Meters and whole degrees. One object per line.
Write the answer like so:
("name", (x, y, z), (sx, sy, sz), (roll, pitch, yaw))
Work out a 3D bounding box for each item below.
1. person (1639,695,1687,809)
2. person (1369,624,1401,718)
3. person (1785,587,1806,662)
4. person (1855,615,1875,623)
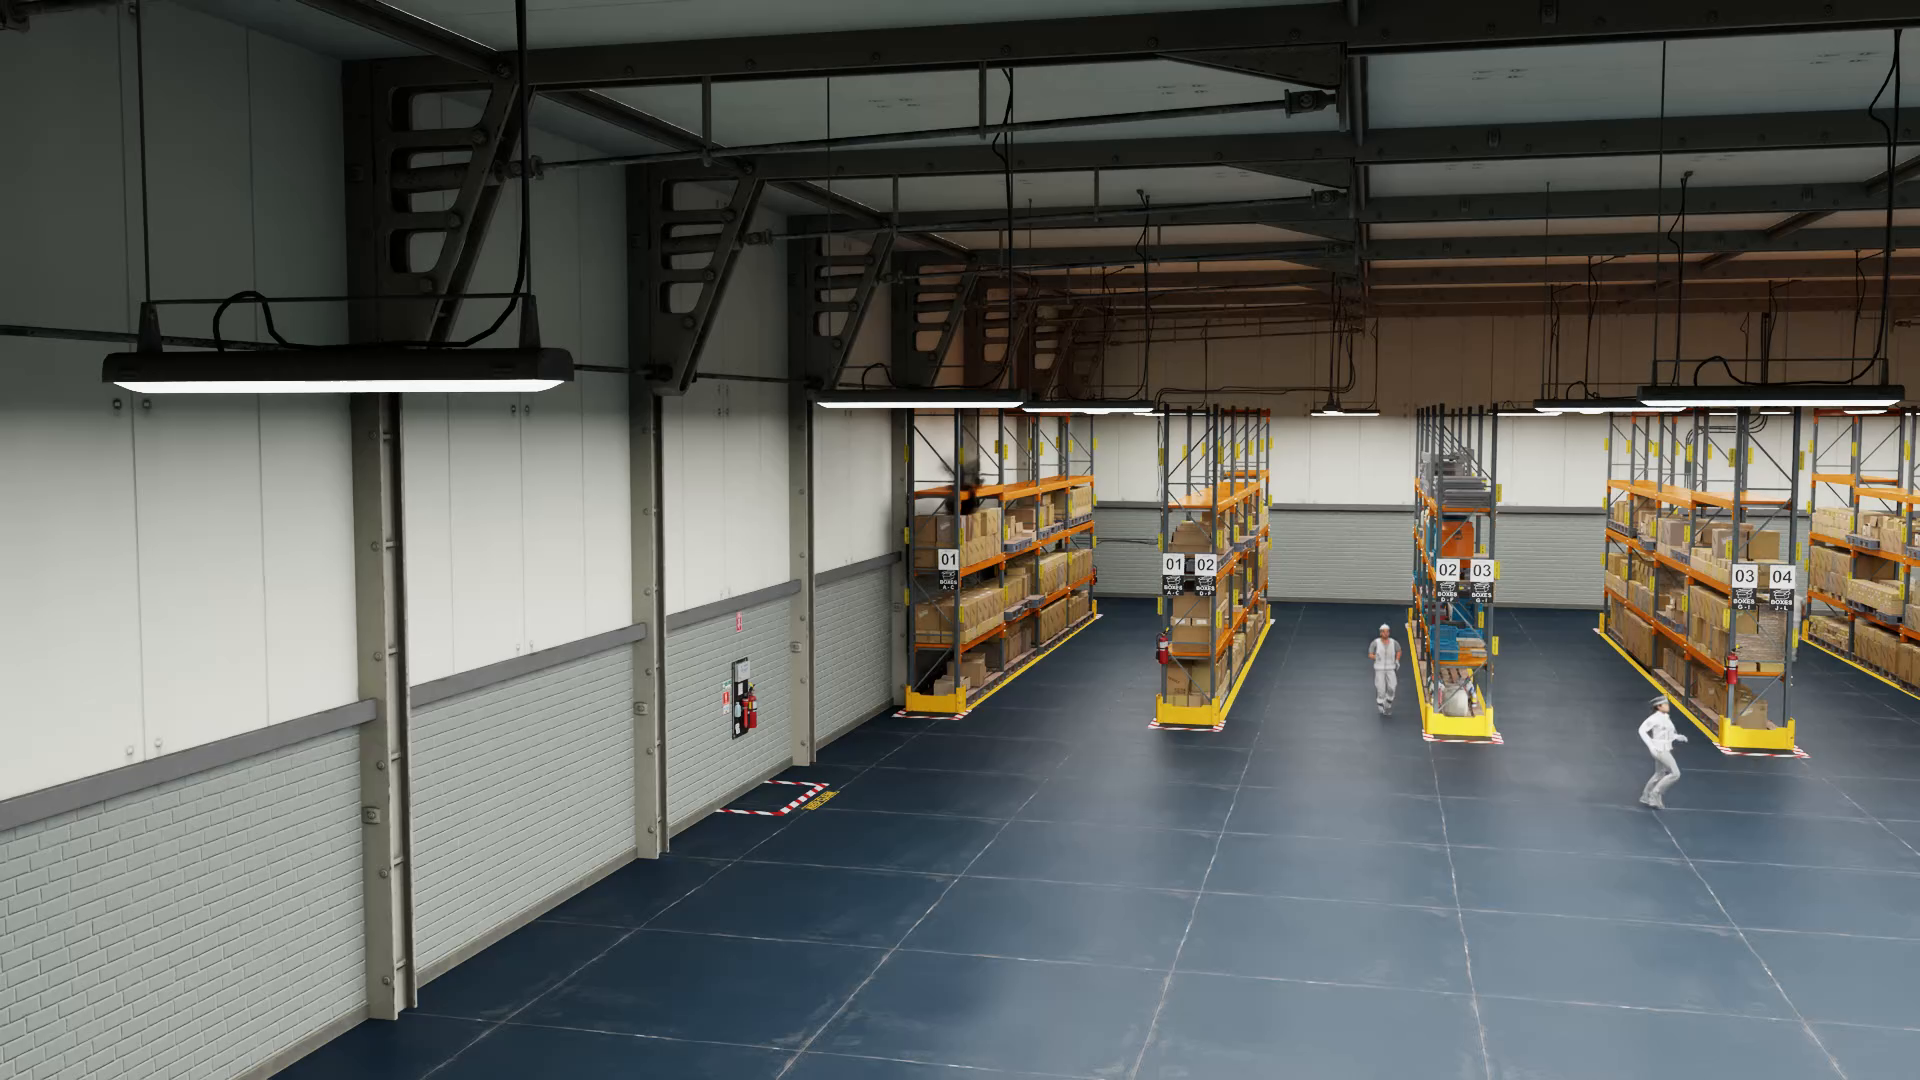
("person", (10.325, 3.099, 24.388), (0.628, 1.670, 0.593), (3, 5, 37))
("person", (8.157, 2.516, 31.862), (0.634, 1.786, 0.645), (1, 4, 9))
("person", (19.788, 1.948, 39.620), (0.707, 1.781, 0.969), (1, 4, 17))
("person", (23.772, 1.688, 43.610), (0.730, 1.793, 0.696), (-1, 4, -17))
